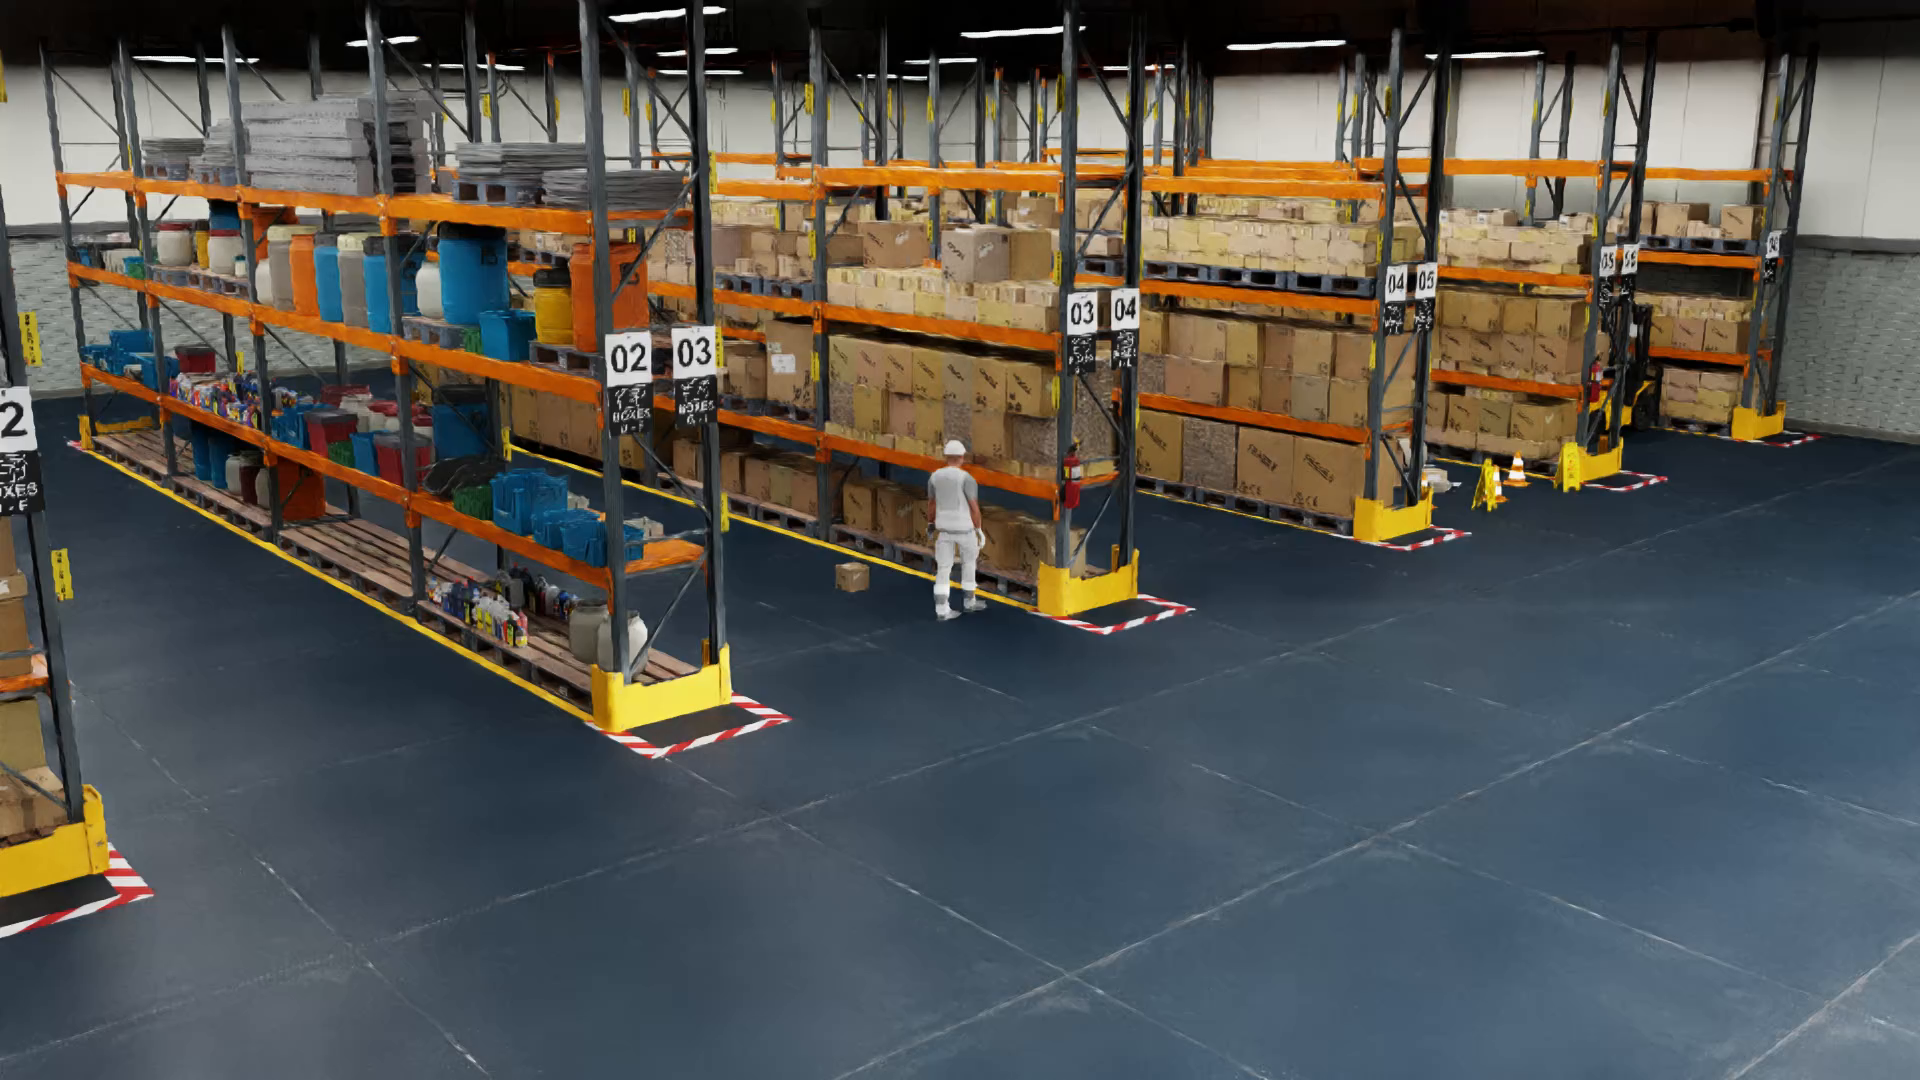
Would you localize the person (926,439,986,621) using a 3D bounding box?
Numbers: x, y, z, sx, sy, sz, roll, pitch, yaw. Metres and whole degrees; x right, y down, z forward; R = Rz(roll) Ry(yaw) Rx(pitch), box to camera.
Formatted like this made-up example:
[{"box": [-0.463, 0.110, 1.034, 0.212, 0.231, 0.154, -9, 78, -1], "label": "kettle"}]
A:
[{"box": [-0.011, -0.128, 16.425, 0.664, 1.786, 0.615, 5, 15, 20], "label": "person"}]
